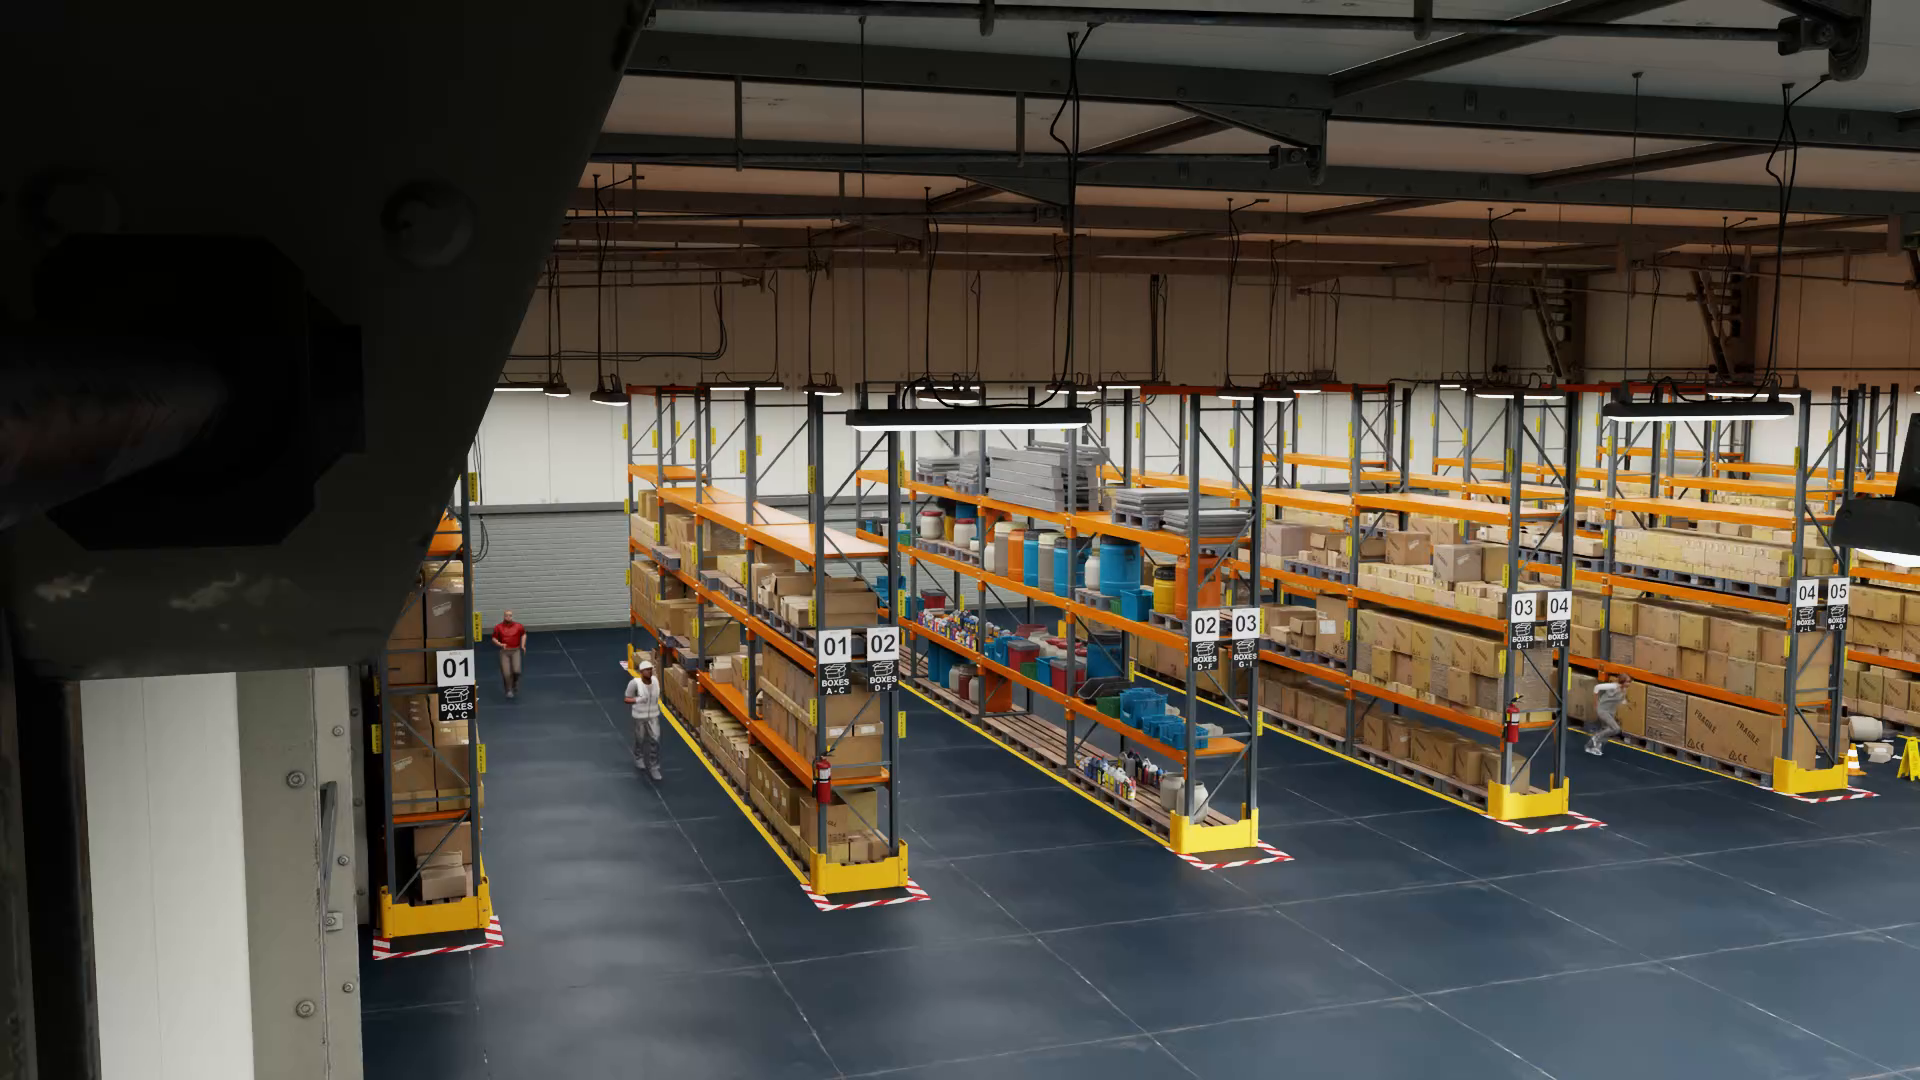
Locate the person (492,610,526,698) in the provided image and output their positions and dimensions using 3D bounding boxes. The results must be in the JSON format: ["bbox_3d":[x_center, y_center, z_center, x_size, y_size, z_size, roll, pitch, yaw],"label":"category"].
[{"bbox_3d":[-8.665,2.193,32.026,0.658,1.686,0.593,-2,6,-20],"label":"person"}]

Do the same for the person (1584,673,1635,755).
[{"bbox_3d":[10.518,2.834,26.986,0.553,1.431,0.830,-4,7,-36],"label":"person"}]

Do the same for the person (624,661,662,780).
[{"bbox_3d":[-4.920,2.786,25.861,0.646,1.845,0.797,-3,7,-29],"label":"person"}]
